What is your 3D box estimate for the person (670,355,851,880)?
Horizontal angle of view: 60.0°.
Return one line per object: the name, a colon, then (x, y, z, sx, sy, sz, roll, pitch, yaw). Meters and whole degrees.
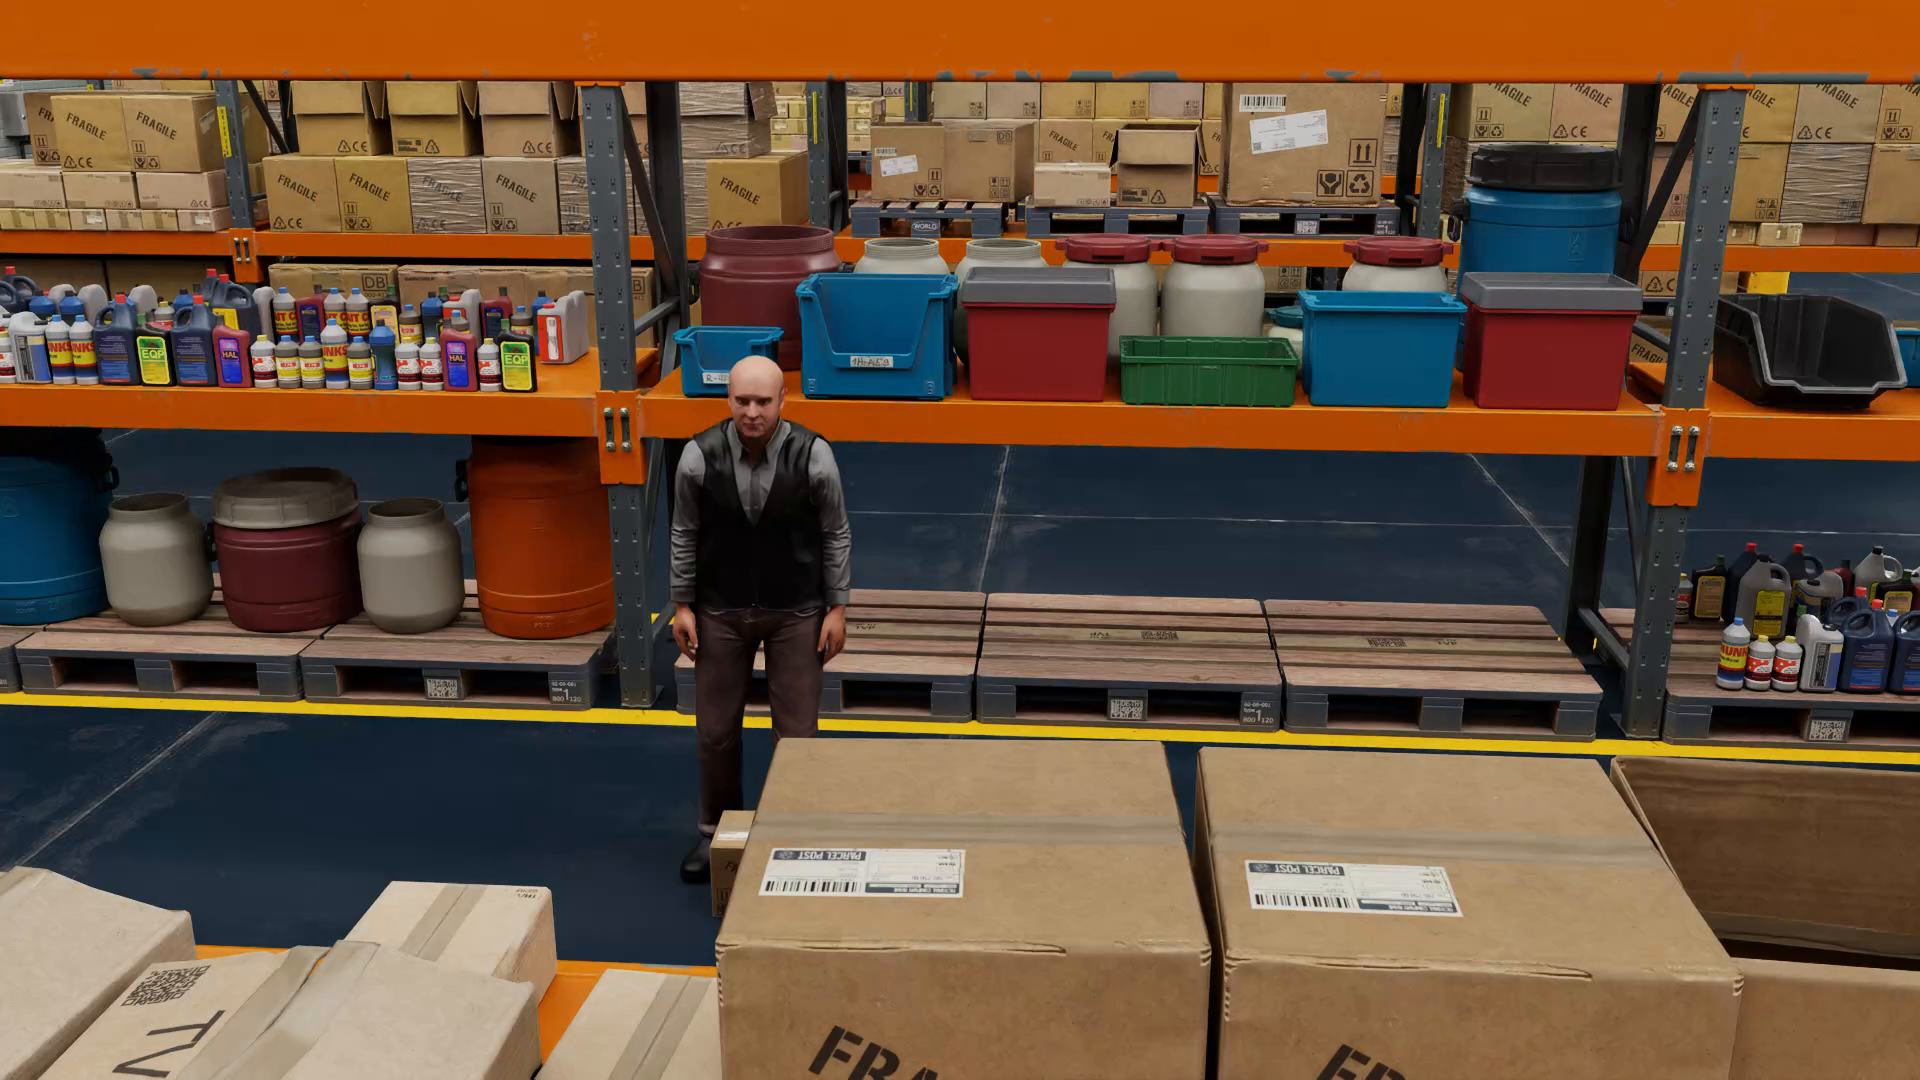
person: (-0.635, 0.252, 5.311, 0.577, 1.719, 0.474, 1, 17, 2)
